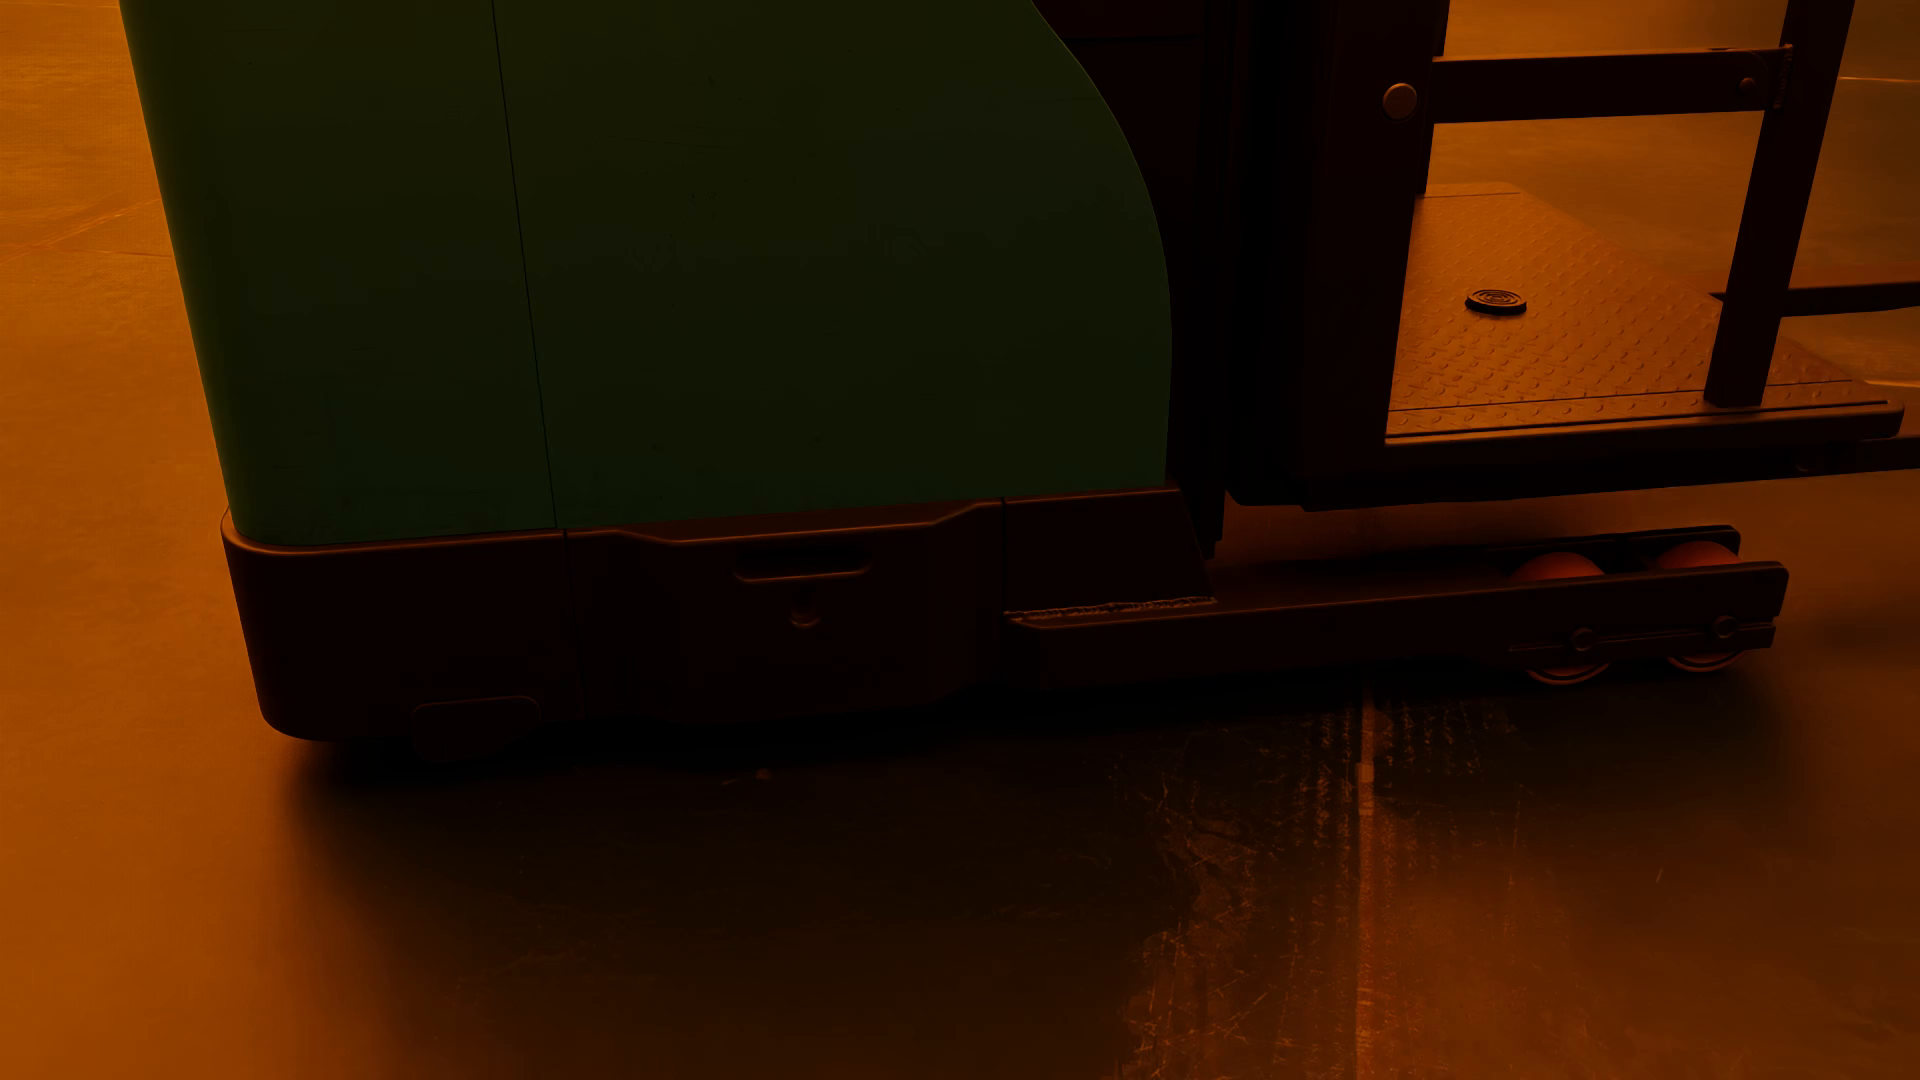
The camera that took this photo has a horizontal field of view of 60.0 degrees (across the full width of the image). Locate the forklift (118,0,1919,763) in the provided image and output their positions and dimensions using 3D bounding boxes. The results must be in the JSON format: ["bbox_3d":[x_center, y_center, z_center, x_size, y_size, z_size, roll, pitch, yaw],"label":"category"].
[{"bbox_3d":[0.600,-1.354,1.930,3.031,2.935,1.130,-4,27,-9],"label":"forklift"}]
